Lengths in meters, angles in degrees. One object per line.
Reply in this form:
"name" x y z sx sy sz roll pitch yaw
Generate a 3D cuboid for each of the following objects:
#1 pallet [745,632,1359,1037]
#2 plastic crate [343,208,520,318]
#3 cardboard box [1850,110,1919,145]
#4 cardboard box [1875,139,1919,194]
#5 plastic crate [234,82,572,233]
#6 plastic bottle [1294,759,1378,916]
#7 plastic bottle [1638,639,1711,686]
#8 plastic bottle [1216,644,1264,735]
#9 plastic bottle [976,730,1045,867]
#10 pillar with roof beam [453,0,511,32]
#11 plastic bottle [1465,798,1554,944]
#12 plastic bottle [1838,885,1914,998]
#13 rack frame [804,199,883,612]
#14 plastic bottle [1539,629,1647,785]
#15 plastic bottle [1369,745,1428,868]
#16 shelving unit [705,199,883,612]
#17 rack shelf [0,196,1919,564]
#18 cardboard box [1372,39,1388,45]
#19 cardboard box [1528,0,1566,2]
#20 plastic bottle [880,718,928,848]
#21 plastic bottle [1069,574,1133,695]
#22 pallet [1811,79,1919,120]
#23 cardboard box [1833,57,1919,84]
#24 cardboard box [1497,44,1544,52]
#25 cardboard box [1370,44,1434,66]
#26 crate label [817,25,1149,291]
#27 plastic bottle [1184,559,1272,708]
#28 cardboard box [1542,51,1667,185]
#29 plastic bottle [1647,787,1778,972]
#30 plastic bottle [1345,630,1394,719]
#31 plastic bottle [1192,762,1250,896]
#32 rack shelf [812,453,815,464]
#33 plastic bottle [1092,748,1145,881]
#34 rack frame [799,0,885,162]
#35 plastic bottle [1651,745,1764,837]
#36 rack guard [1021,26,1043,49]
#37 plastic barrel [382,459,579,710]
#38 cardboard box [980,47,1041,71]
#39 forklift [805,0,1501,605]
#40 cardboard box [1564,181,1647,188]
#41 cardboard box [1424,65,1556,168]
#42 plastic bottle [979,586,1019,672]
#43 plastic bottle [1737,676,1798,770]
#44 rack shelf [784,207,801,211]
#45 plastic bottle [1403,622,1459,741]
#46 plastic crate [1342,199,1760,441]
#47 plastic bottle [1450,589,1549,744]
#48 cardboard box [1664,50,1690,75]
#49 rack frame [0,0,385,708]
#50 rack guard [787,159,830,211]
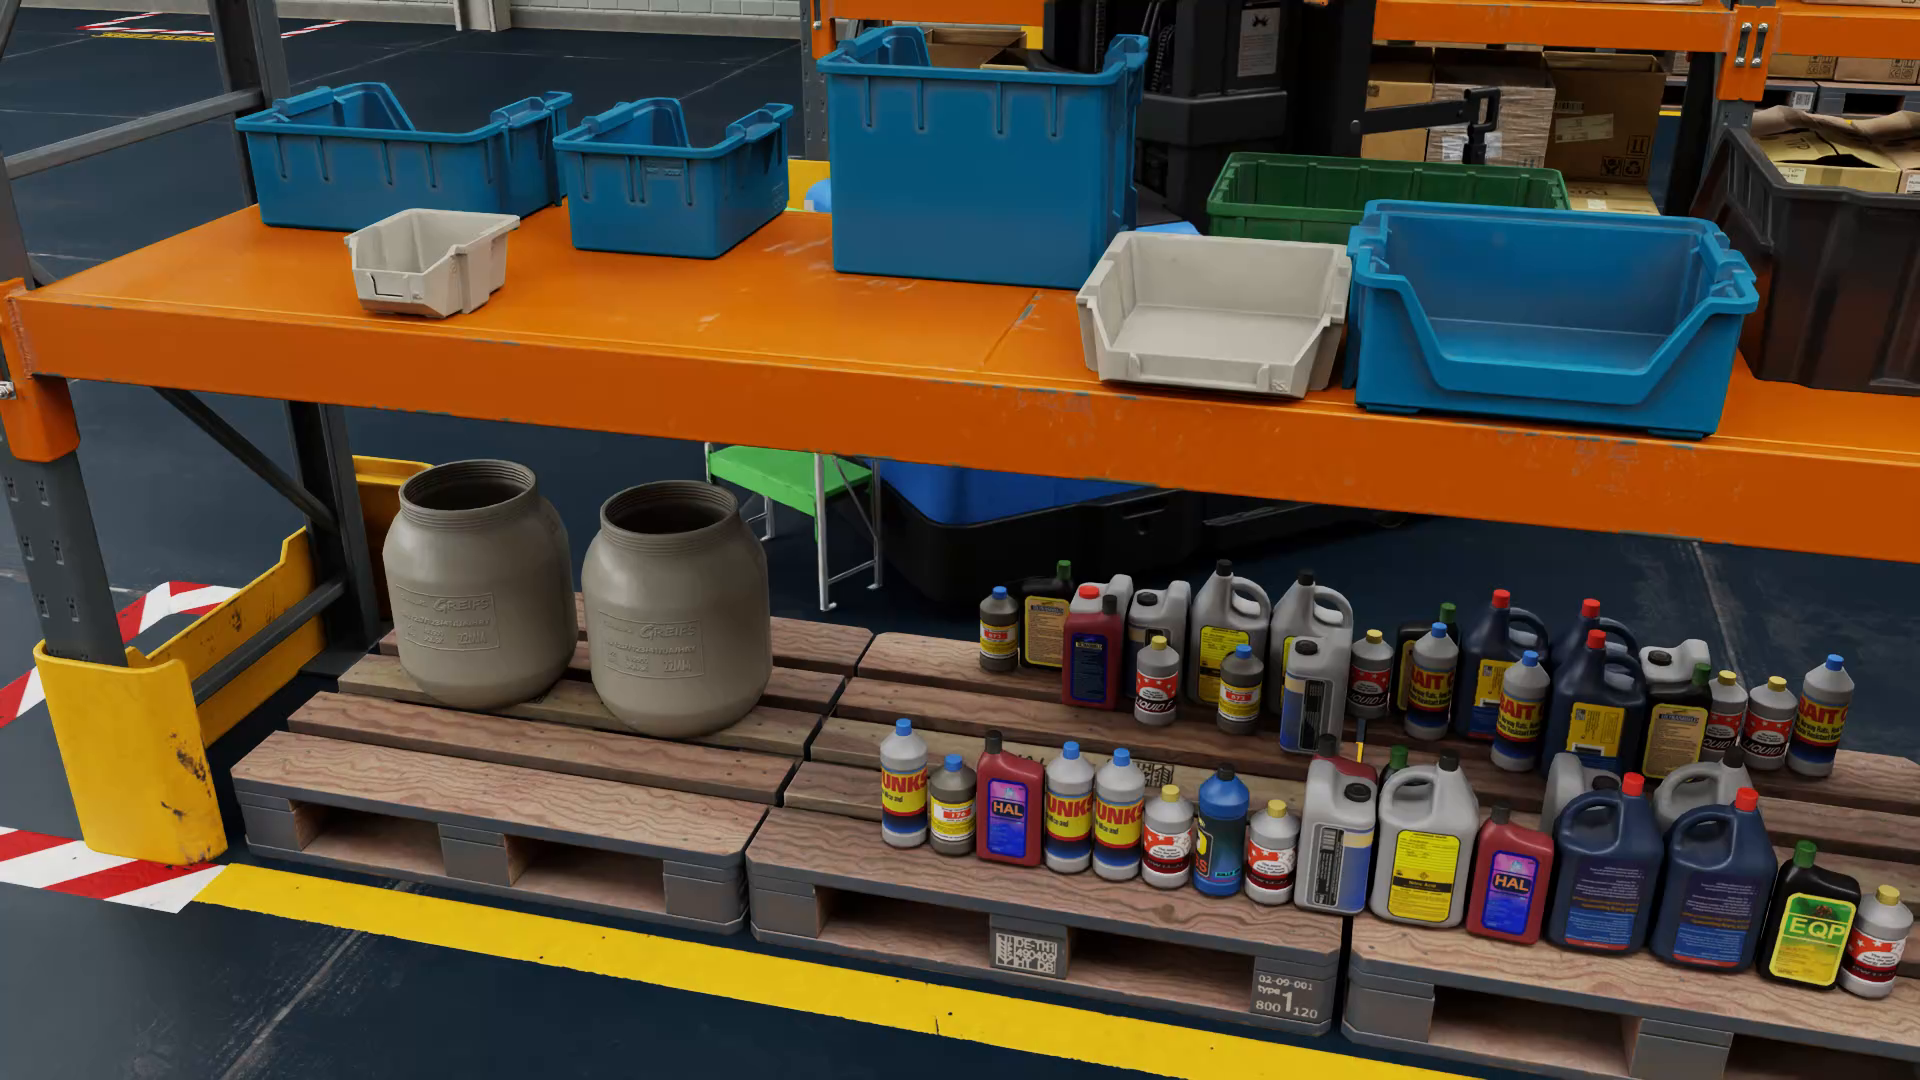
"pallet" 0.257 0.599 3.745 1.213 0.211 1.003 6 26 13
"plastic crate" -1.005 -0.520 3.159 0.250 0.136 0.298 6 26 13
"cardboard box" 4.289 -1.727 7.445 0.500 0.311 0.500 7 26 14
"cardboard box" 4.141 -1.500 6.969 0.500 0.311 0.500 6 26 12
"plastic crate" -1.232 -0.873 3.766 0.616 0.251 0.499 6 26 13
"plastic bottle" 0.732 0.567 3.225 0.135 0.276 0.152 7 26 14
"plastic bottle" 1.563 0.351 3.680 0.135 0.276 0.152 7 26 15
"plastic bottle" 0.642 0.334 3.802 0.097 0.201 0.097 0 25 0
"plastic bottle" 0.101 0.515 3.328 0.133 0.283 0.061 7 26 14
"pillar with roof beam" -5.314 -6.837 9.143 0.400 9.000 9.100 6 26 13
"plastic bottle" 1.033 0.618 3.111 0.133 0.283 0.061 8 27 16
"plastic bottle" 1.653 0.715 3.002 0.097 0.201 0.097 0 25 0
"rack frame" -0.317 -0.372 4.637 0.015 1.200 0.240 22 33 38
"plastic bottle" 1.368 0.358 3.579 0.185 0.351 0.144 6 26 13
"plastic bottle" 0.889 0.538 3.279 0.133 0.283 0.061 6 26 13
"shelving unit" -0.496 -0.444 4.787 0.503 1.200 0.258 22 33 38
"rack shelf" 0.145 -0.330 3.290 4.000 0.370 1.077 6 26 13
"cardboard box" 3.006 -3.656 12.244 0.250 0.149 0.380 4 26 9
"cardboard box" 2.376 -2.646 7.202 0.500 0.500 0.700 6 26 12
"plastic bottle" -0.113 0.488 3.397 0.097 0.271 0.097 0 25 0
"plastic bottle" 0.333 0.215 3.966 0.135 0.276 0.152 7 26 13
"pallet" 6.489 -3.093 11.502 1.213 0.211 1.003 6 26 13
"cardboard box" 6.264 -3.457 11.418 0.500 0.500 0.700 7 26 14
"cardboard box" 4.024 -3.529 11.958 0.250 0.166 0.380 3 26 6
"cardboard box" 1.980 -2.076 7.959 0.500 0.500 0.500 6 26 13
"crate label" 0.058 -0.800 3.400 0.616 0.435 0.502 6 26 13
"plastic bottle" 0.629 0.212 3.885 0.185 0.351 0.144 7 26 15
"cardboard box" 2.948 -1.969 7.734 0.500 0.500 0.500 6 26 13
"plastic bottle" 1.387 0.608 3.053 0.185 0.351 0.144 6 26 12
"plastic bottle" 0.953 0.305 3.864 0.097 0.201 0.097 0 25 0
"plastic bottle" 0.512 0.557 3.252 0.097 0.271 0.097 0 25 0
"rack shelf" -0.496 -0.386 4.814 0.480 0.148 0.258 22 33 38
"plastic bottle" 0.315 0.536 3.297 0.097 0.271 0.097 0 25 0
"rack frame" -0.554 -2.931 7.916 0.127 3.000 1.000 6 26 13
"plastic bottle" 1.423 0.548 3.180 0.185 0.351 0.144 6 26 13
"rack guard" 0.749 -3.856 12.769 0.348 0.500 1.175 6 26 13
"plastic barrel" -1.135 0.104 3.949 0.421 0.512 0.421 0 25 0
"cardboard box" 0.394 -2.014 7.830 0.500 0.500 0.500 6 26 13
"forklift" 1.069 -1.552 5.099 3.031 2.935 1.130 -12 28 -24
"cardboard box" 2.946 -1.626 7.887 0.500 0.250 0.500 6 26 13
"cardboard box" 2.335 -1.806 7.392 0.500 0.500 0.500 6 26 13
"plastic bottle" 0.096 0.210 4.063 0.097 0.201 0.097 0 25 0
"plastic bottle" 1.784 0.397 3.671 0.097 0.201 0.097 0 25 0
"rack shelf" -0.496 -0.820 4.608 0.480 0.148 0.258 22 33 38
"plastic bottle" 1.069 0.313 3.765 0.097 0.271 0.097 0 25 0
"plastic crate" 0.943 -0.379 2.729 0.616 0.251 0.499 6 26 13
"plastic bottle" 1.221 0.277 3.747 0.185 0.351 0.144 5 26 11
"cardboard box" 5.267 -3.563 11.641 0.500 0.500 0.700 7 26 15
"rack frame" -1.792 -0.869 3.585 0.127 3.000 1.000 6 26 13
"rack guard" -0.578 -1.804 8.459 0.348 0.500 1.175 6 26 13
